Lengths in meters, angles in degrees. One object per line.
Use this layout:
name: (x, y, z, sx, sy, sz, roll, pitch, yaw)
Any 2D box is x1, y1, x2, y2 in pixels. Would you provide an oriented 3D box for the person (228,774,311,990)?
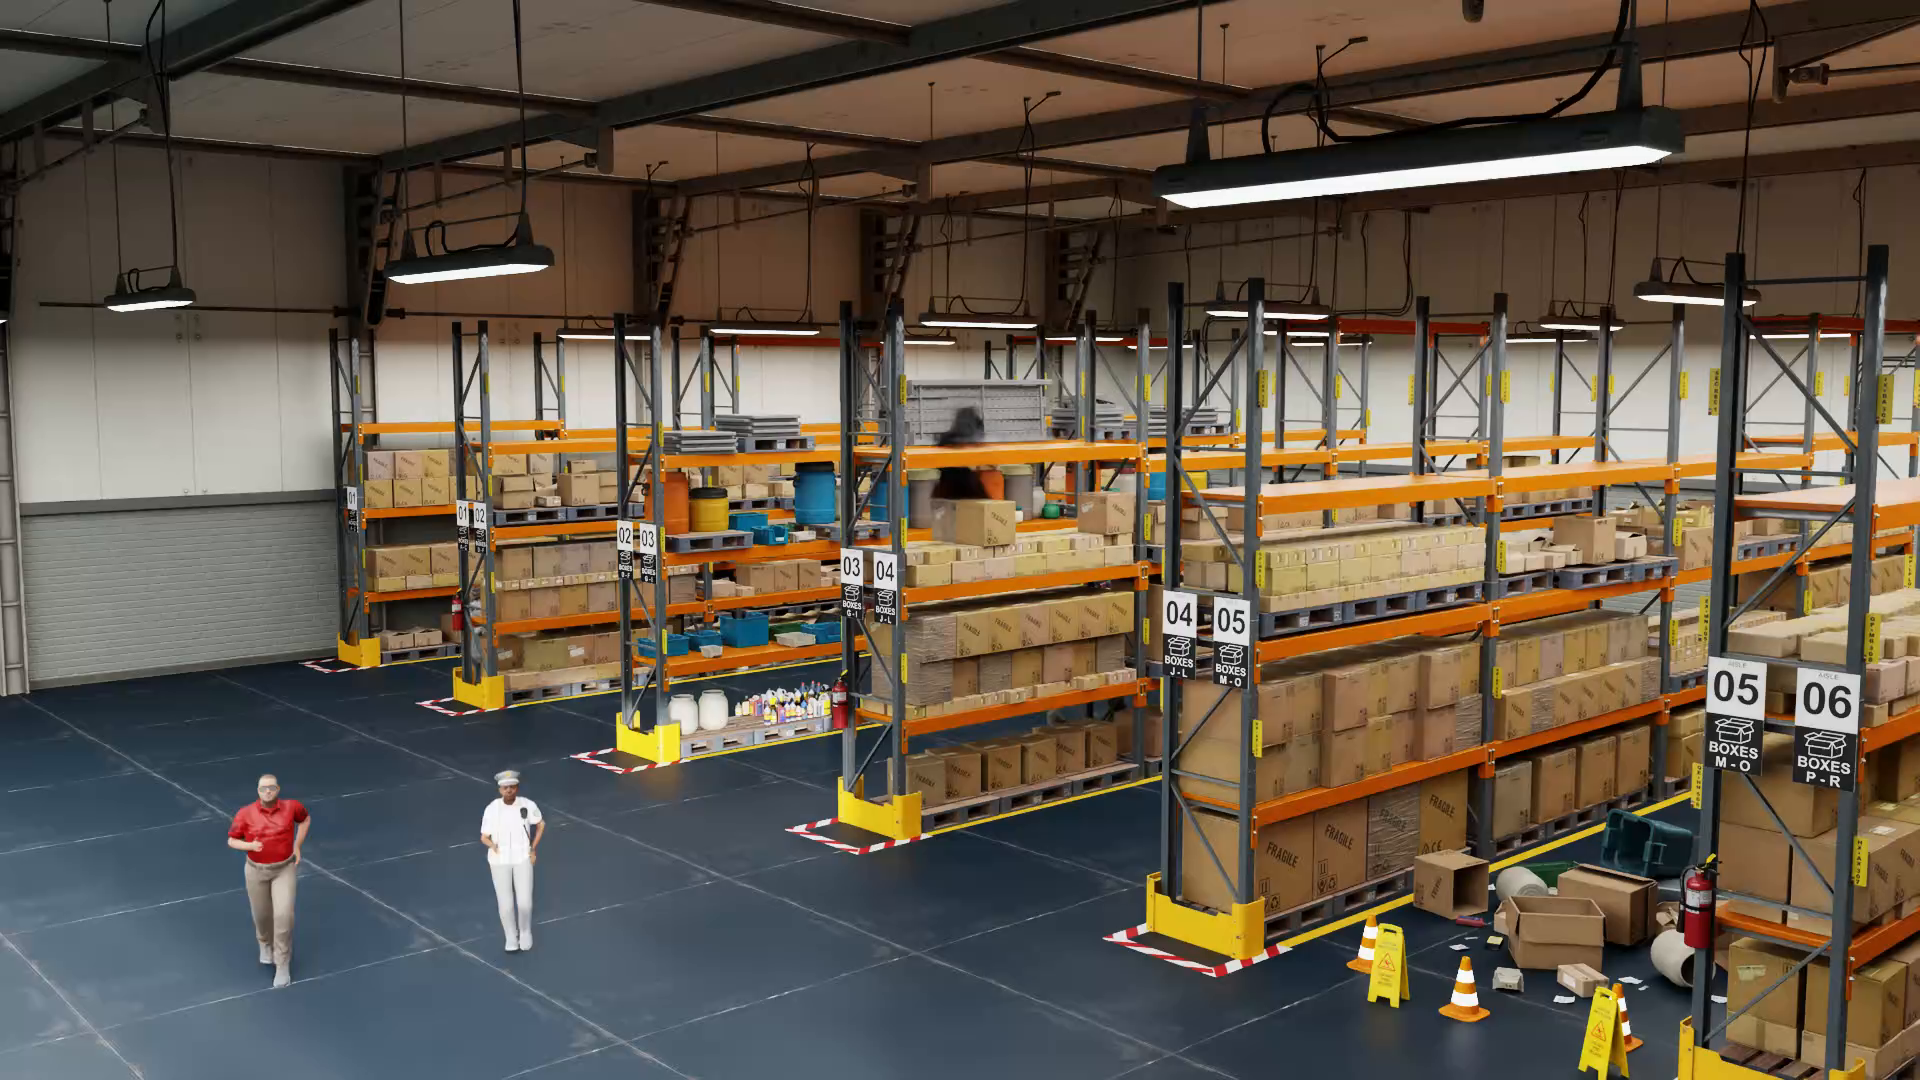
person: (-5.929, 2.888, 14.312, 0.656, 1.765, 0.810, -2, 6, -20)

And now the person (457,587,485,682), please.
person: (-8.136, 1.576, 27.947, 0.649, 1.642, 0.638, 5, 7, 39)

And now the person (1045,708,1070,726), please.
person: (1.306, 2.093, 22.902, 0.541, 1.574, 0.867, 4, 7, 38)

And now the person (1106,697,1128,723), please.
person: (2.216, 1.926, 23.689, 0.678, 1.829, 0.923, 5, 8, 42)

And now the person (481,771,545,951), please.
person: (-3.986, 2.871, 14.787, 0.529, 1.665, 0.611, -1, 6, -13)
